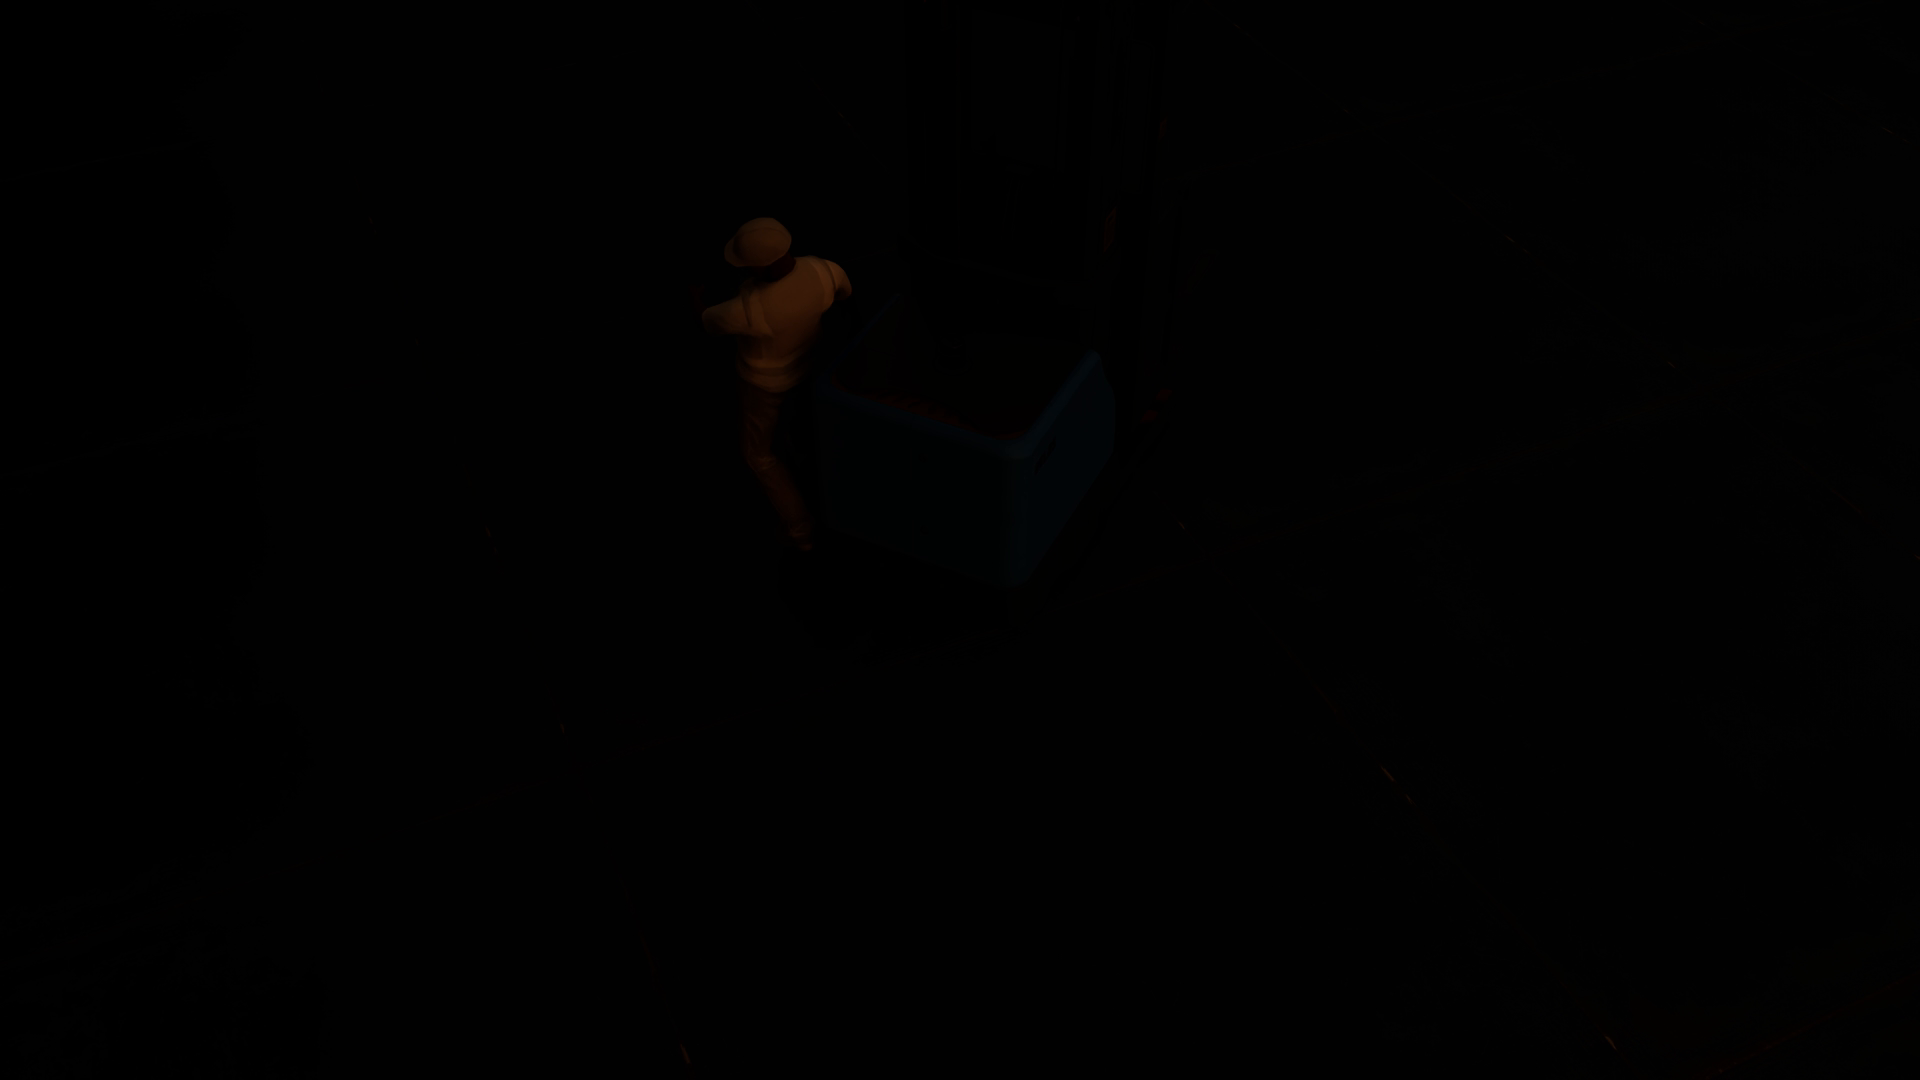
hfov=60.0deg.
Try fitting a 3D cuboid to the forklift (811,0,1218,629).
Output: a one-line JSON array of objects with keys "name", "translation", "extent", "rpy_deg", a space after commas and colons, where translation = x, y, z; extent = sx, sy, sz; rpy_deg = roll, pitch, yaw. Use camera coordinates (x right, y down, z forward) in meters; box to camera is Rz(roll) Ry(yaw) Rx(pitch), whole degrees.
[{"name": "forklift", "translation": [0.462, -1.687, 7.488], "extent": [1.130, 2.935, 3.031], "rpy_deg": [19, 46, 19]}]

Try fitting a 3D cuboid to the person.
[{"name": "person", "translation": [-0.799, -0.878, 7.557], "extent": [0.895, 1.676, 0.821], "rpy_deg": [31, 51, 29]}]
